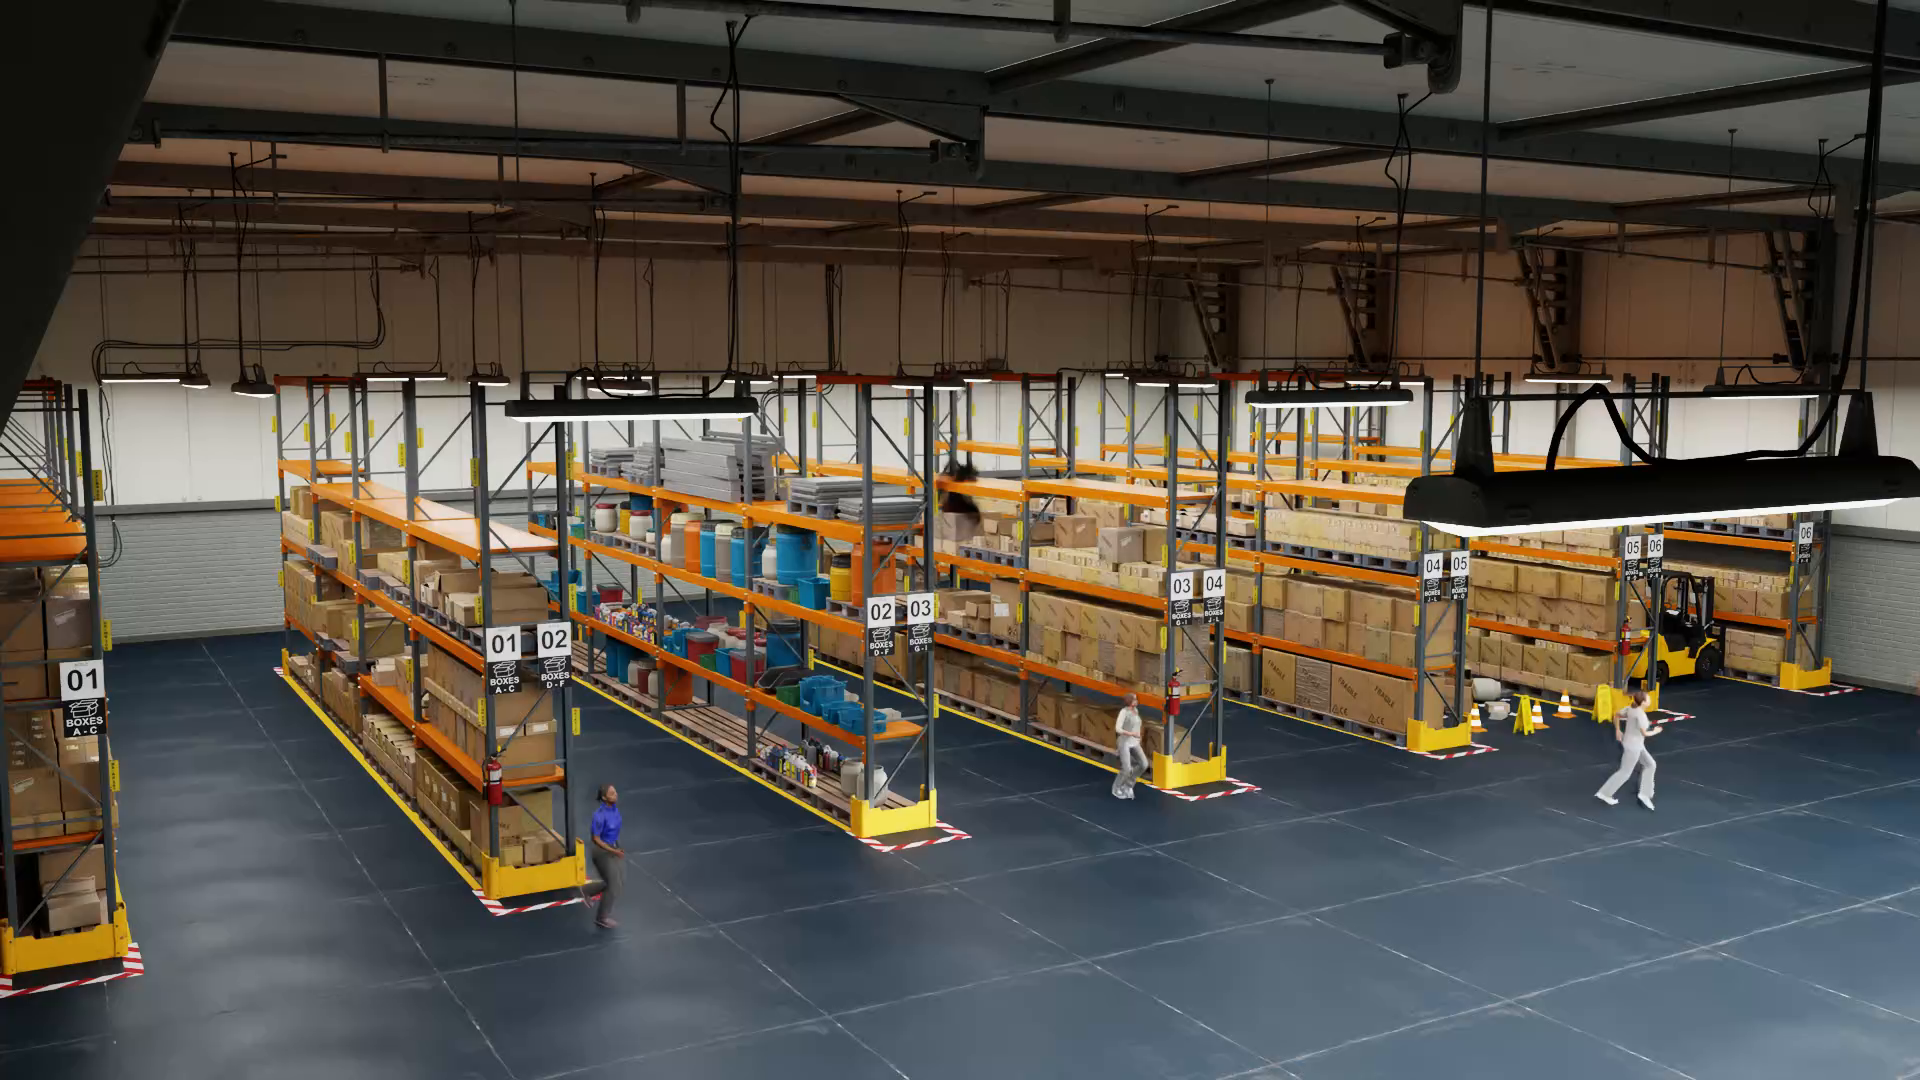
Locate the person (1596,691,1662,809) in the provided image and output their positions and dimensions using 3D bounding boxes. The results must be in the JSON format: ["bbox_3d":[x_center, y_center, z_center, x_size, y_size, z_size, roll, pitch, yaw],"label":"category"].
[{"bbox_3d":[9.414,2.953,23.386,0.836,1.701,0.586,1,6,6],"label":"person"}]

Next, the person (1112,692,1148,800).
[{"bbox_3d":[2.465,2.956,23.910,0.580,1.553,0.570,-6,8,-42],"label":"person"}]

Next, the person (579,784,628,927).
[{"bbox_3d":[-3.961,3.513,18.593,0.583,1.628,0.598,1,6,11],"label":"person"}]
